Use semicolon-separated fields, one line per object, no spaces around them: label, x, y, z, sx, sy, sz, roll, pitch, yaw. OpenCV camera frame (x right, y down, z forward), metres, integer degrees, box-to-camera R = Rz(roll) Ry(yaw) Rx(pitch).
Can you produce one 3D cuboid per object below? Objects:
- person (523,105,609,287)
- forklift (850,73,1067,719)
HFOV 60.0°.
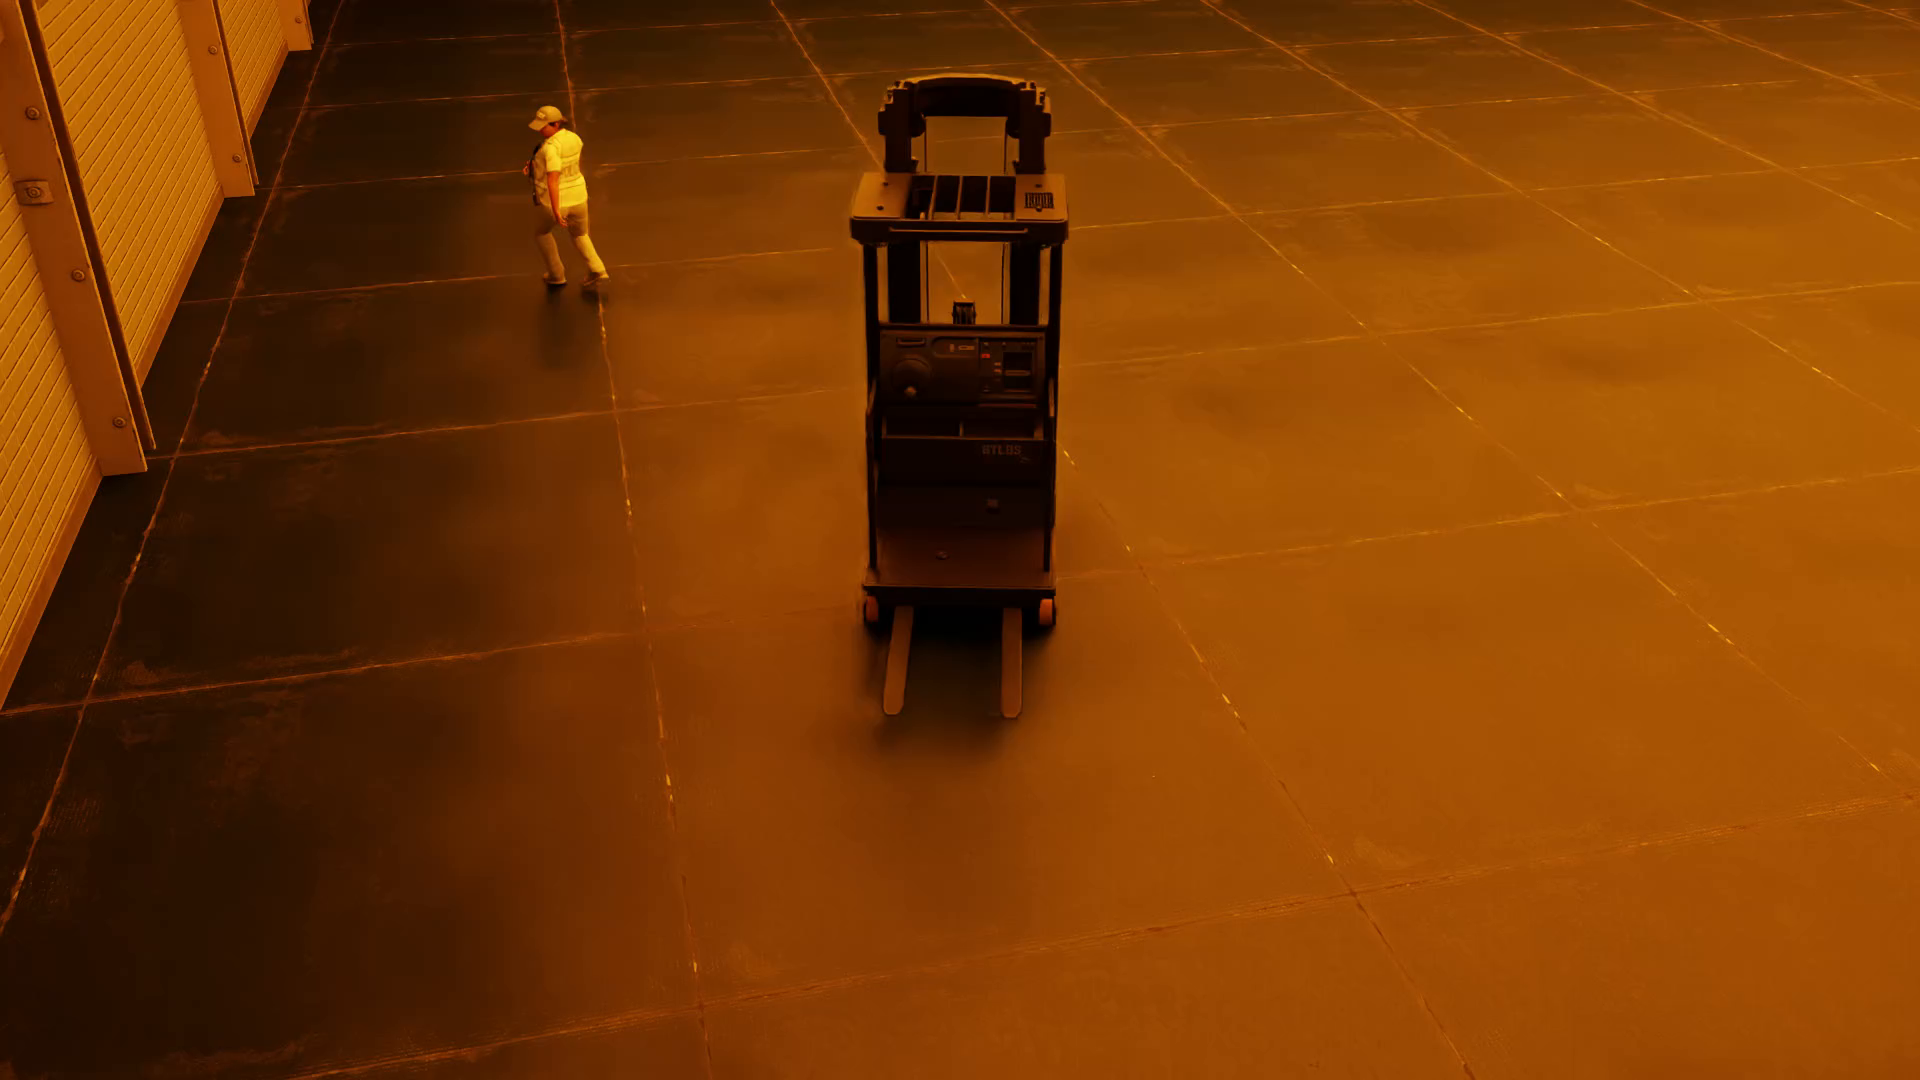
person;-3.317;-2.834;13.841;0.529;1.585;0.787;-26;39;-37
forklift;0.008;-0.931;9.183;1.130;2.935;3.031;1;30;2
